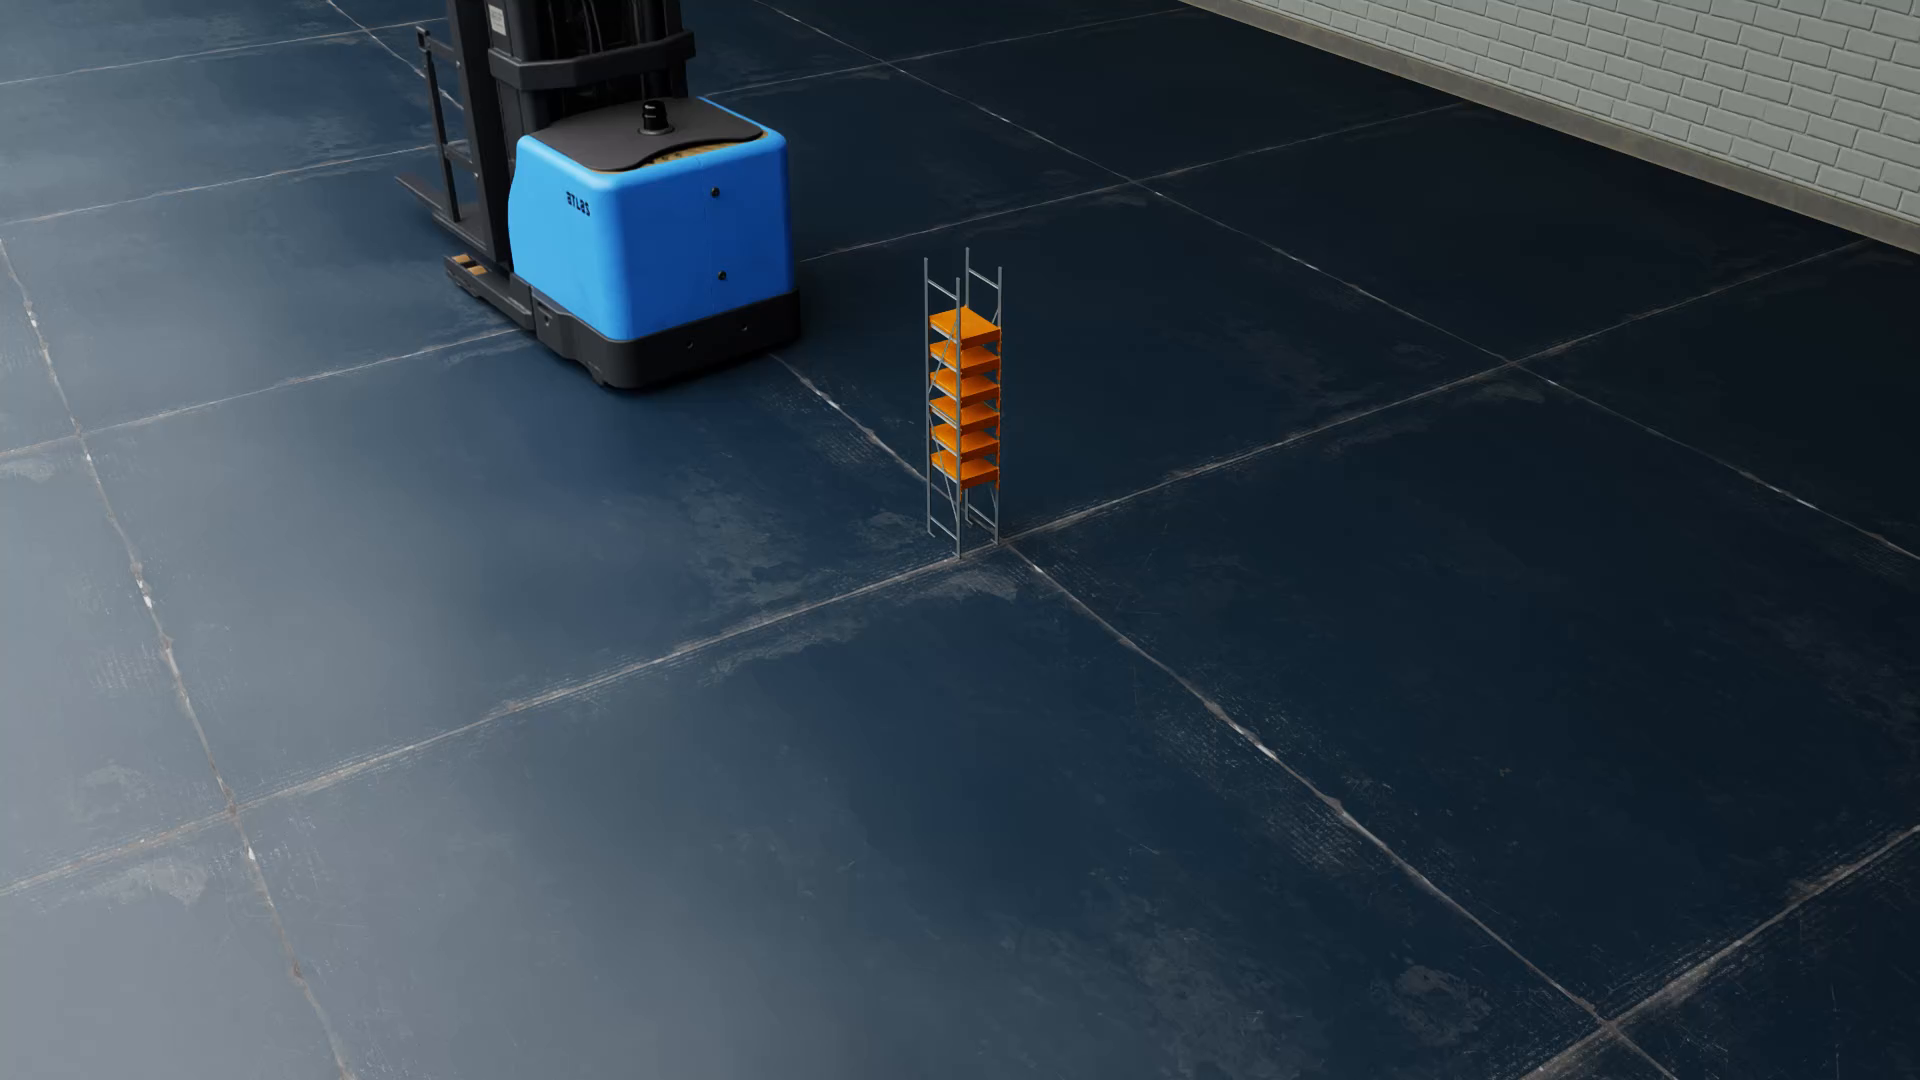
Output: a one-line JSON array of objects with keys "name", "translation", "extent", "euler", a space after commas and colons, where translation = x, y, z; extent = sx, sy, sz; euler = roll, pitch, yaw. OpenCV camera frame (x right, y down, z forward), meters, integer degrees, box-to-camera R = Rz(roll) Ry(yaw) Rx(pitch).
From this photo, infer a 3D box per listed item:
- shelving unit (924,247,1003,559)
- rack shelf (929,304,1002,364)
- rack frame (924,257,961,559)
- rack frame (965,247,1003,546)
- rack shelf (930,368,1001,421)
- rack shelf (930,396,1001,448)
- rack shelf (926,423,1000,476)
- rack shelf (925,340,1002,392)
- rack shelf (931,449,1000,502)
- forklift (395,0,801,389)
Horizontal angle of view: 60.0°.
[{"name": "shelving unit", "translation": [0.012, -0.512, 6.437], "extent": [0.189, 1.200, 0.258], "euler": [-19, 37, -27]}, {"name": "rack shelf", "translation": [0.012, -0.779, 6.268], "extent": [0.180, 0.103, 0.258], "euler": [-19, 37, -27]}, {"name": "rack frame", "translation": [-0.065, -0.485, 6.395], "extent": [0.006, 1.200, 0.240], "euler": [-19, 37, -27]}, {"name": "rack frame", "translation": [0.089, -0.538, 6.478], "extent": [0.006, 1.200, 0.240], "euler": [-19, 37, -27]}, {"name": "rack shelf", "translation": [0.012, -0.576, 6.396], "extent": [0.180, 0.103, 0.258], "euler": [-19, 37, -27]}, {"name": "rack shelf", "translation": [0.012, -0.474, 6.460], "extent": [0.180, 0.103, 0.258], "euler": [-19, 37, -27]}, {"name": "rack shelf", "translation": [0.012, -0.373, 6.524], "extent": [0.180, 0.103, 0.258], "euler": [-19, 37, -27]}, {"name": "rack shelf", "translation": [0.012, -0.677, 6.332], "extent": [0.180, 0.103, 0.258], "euler": [-19, 37, -27]}, {"name": "rack shelf", "translation": [0.012, -0.271, 6.588], "extent": [0.180, 0.103, 0.258], "euler": [-19, 37, -27]}, {"name": "forklift", "translation": [-2.099, -2.665, 8.227], "extent": [1.130, 2.935, 3.031], "euler": [-23, 39, -32]}]
